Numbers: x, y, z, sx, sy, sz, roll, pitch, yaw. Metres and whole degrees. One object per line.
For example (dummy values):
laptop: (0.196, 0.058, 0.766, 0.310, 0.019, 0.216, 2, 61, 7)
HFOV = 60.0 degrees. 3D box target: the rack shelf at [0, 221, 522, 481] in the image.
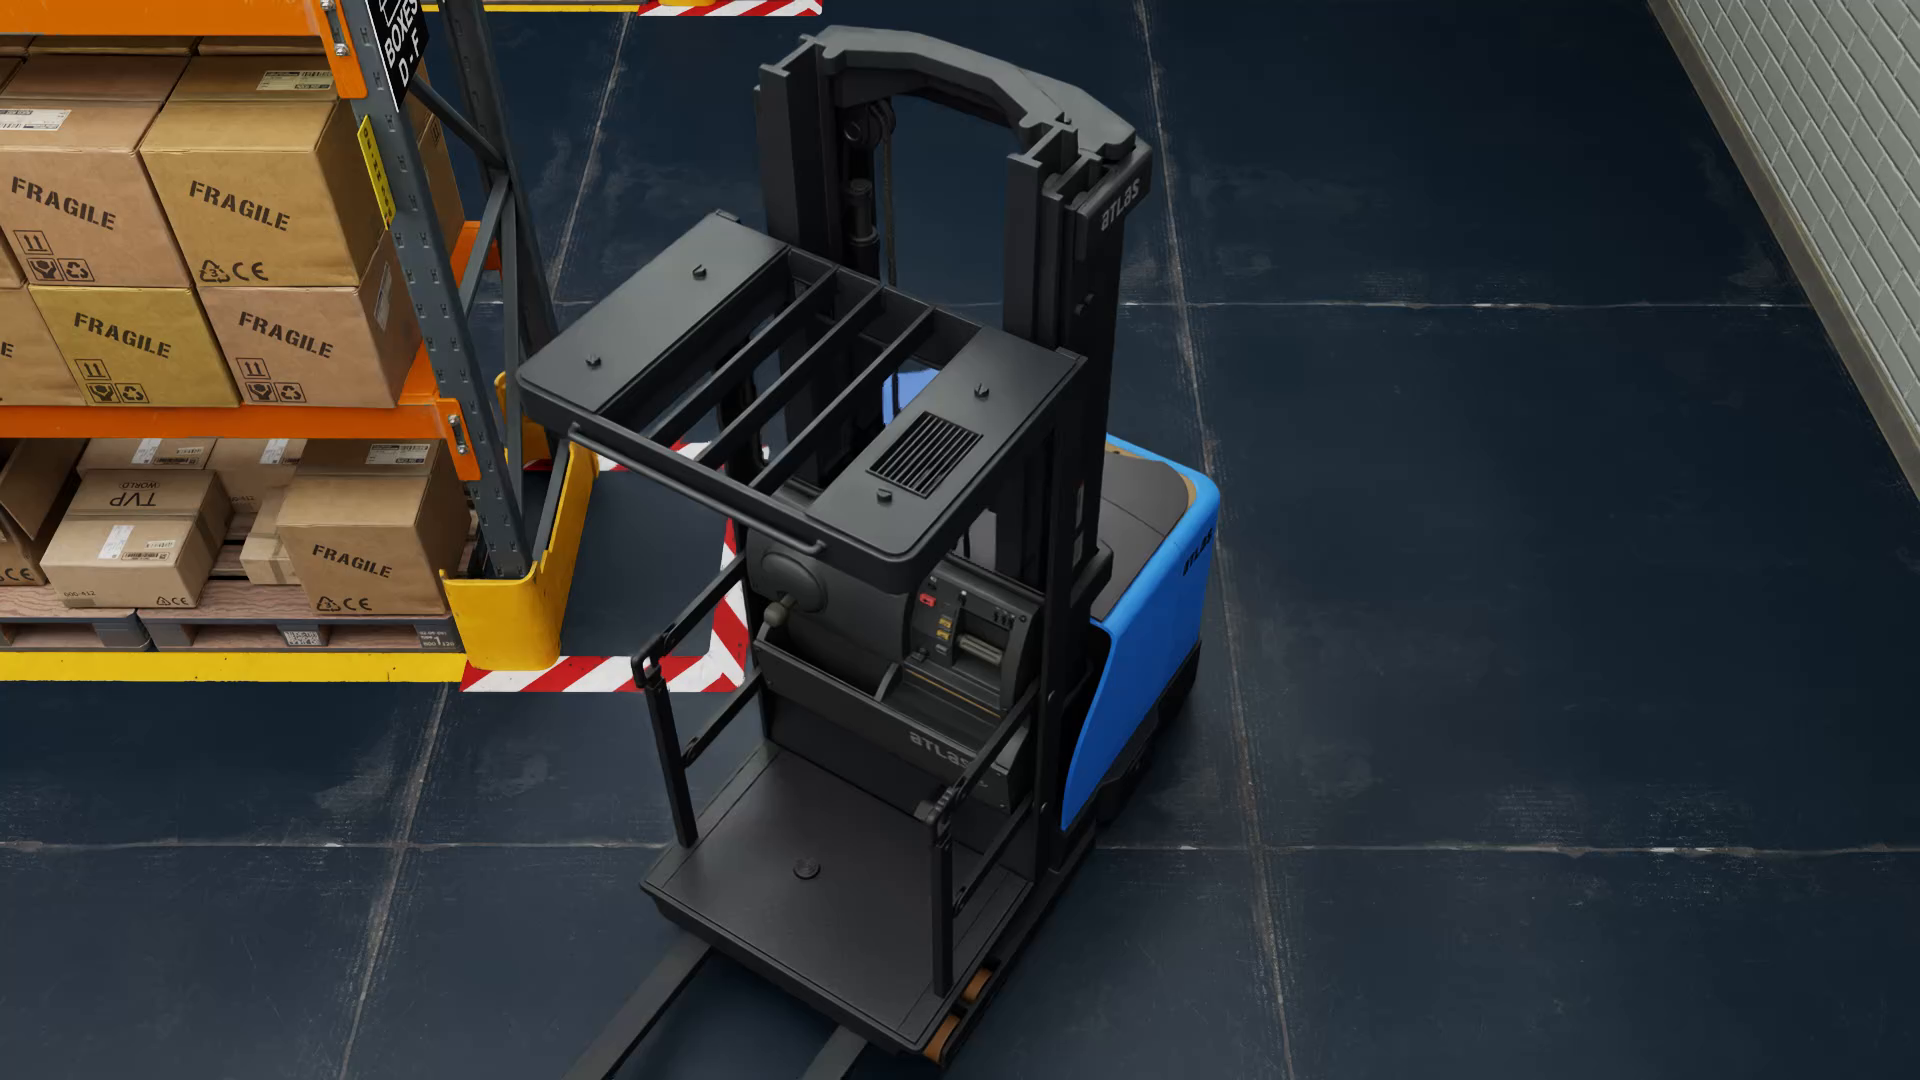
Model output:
rack shelf: (-3.641, -0.710, 5.934, 4.000, 0.370, 1.077, 0, 47, 0)

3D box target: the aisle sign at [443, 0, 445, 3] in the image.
aisle sign: (-1.572, -2.051, 4.914, 0.004, 0.787, 0.394, 0, 47, 0)

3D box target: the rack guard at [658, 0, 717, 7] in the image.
rack guard: (-1.603, -3.724, 9.956, 0.348, 0.500, 1.175, 0, 47, 0)

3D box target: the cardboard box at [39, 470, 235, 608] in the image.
cardboard box: (-3.136, -0.009, 6.368, 0.500, 0.250, 0.500, 0, 47, 0)

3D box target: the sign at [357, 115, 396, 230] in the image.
sign: (-1.664, -1.046, 4.748, 0.005, 0.325, 0.100, 0, 47, 0)

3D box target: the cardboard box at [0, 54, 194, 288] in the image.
cardboard box: (-2.593, -1.125, 5.078, 0.500, 0.500, 0.500, 1, 47, 1)

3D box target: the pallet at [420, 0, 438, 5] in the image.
pallet: (-3.643, -3.576, 10.015, 1.213, 0.211, 1.003, 0, 47, 0)

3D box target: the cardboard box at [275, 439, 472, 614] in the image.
cardboard box: (-2.186, -0.069, 6.253, 0.500, 0.500, 0.500, 0, 47, 0)

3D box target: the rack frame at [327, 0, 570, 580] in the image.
rack frame: (-1.641, -0.950, 5.666, 0.127, 3.000, 1.000, 0, 47, 0)

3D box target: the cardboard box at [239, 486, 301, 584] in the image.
cardboard box: (-2.591, -0.023, 6.438, 0.250, 0.166, 0.380, 0, 47, 0)

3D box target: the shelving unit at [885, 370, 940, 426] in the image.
shelving unit: (-0.066, -0.560, 6.326, 1.048, 1.500, 0.538, -3, 47, -3)

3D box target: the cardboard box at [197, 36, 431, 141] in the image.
cardboard box: (-2.084, -1.519, 5.444, 0.500, 0.500, 0.500, 1, 47, 1)

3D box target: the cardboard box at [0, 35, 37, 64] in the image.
cardboard box: (-3.107, -1.520, 5.445, 0.500, 0.500, 0.500, 1, 47, 1)

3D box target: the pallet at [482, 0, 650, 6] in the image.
pallet: (-2.427, -3.571, 10.010, 1.213, 0.211, 1.003, 0, 47, 0)

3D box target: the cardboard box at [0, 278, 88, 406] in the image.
cardboard box: (-3.108, -0.790, 5.449, 0.500, 0.500, 0.500, 0, 47, 0)

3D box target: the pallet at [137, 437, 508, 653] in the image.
pallet: (-2.515, -0.002, 6.688, 1.213, 0.211, 1.003, 0, 47, 0)

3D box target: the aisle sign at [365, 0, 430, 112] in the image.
aisle sign: (-1.574, -1.611, 4.505, 0.004, 0.787, 0.394, 0, 47, 0)

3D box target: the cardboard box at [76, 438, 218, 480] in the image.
cardboard box: (-3.184, -0.375, 6.708, 0.500, 0.250, 0.500, 0, 47, 0)

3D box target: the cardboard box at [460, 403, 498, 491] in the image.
cardboard box: (-2.059, -0.381, 6.784, 0.250, 0.149, 0.380, 0, 47, 0)

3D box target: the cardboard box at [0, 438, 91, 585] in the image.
cardboard box: (-3.763, -0.259, 6.427, 0.637, 0.503, 0.797, 0, 47, 0)

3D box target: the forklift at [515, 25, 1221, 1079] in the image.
forklift: (-0.327, 0.258, 4.588, 1.130, 2.935, 3.031, 25, 52, 21)

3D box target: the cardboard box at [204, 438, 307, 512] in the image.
cardboard box: (-2.684, -0.374, 6.707, 0.500, 0.250, 0.500, 0, 47, 0)

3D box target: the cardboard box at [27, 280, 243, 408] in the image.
cardboard box: (-2.609, -0.785, 5.444, 0.500, 0.500, 0.500, 1, 47, 0)

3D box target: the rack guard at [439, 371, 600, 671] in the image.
rack guard: (-1.717, -0.099, 6.581, 0.348, 0.500, 1.175, 0, 47, 0)

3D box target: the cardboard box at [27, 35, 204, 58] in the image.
cardboard box: (-2.607, -1.515, 5.440, 0.500, 0.500, 0.500, 1, 47, 1)

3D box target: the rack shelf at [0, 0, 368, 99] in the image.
rack shelf: (-3.641, -1.732, 4.836, 4.000, 0.370, 1.077, 0, 47, 0)

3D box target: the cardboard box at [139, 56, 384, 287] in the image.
cardboard box: (-2.088, -1.125, 5.077, 0.500, 0.500, 0.500, 0, 47, 0)

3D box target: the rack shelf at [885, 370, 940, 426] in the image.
rack shelf: (-0.066, -0.437, 6.457, 1.000, 0.185, 0.538, -3, 47, -3)

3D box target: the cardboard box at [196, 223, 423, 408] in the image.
cardboard box: (-2.090, -0.786, 5.445, 0.500, 0.500, 0.500, 1, 47, 1)

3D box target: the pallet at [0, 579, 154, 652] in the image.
pallet: (-3.732, -0.007, 6.693, 1.213, 0.211, 1.003, 0, 47, 0)

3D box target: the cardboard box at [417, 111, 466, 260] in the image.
cardboard box: (-2.084, -1.178, 5.810, 0.500, 0.500, 0.500, 1, 47, 1)

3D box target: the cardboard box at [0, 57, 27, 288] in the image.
cardboard box: (-3.111, -1.123, 5.076, 0.500, 0.500, 0.500, 1, 47, 1)
